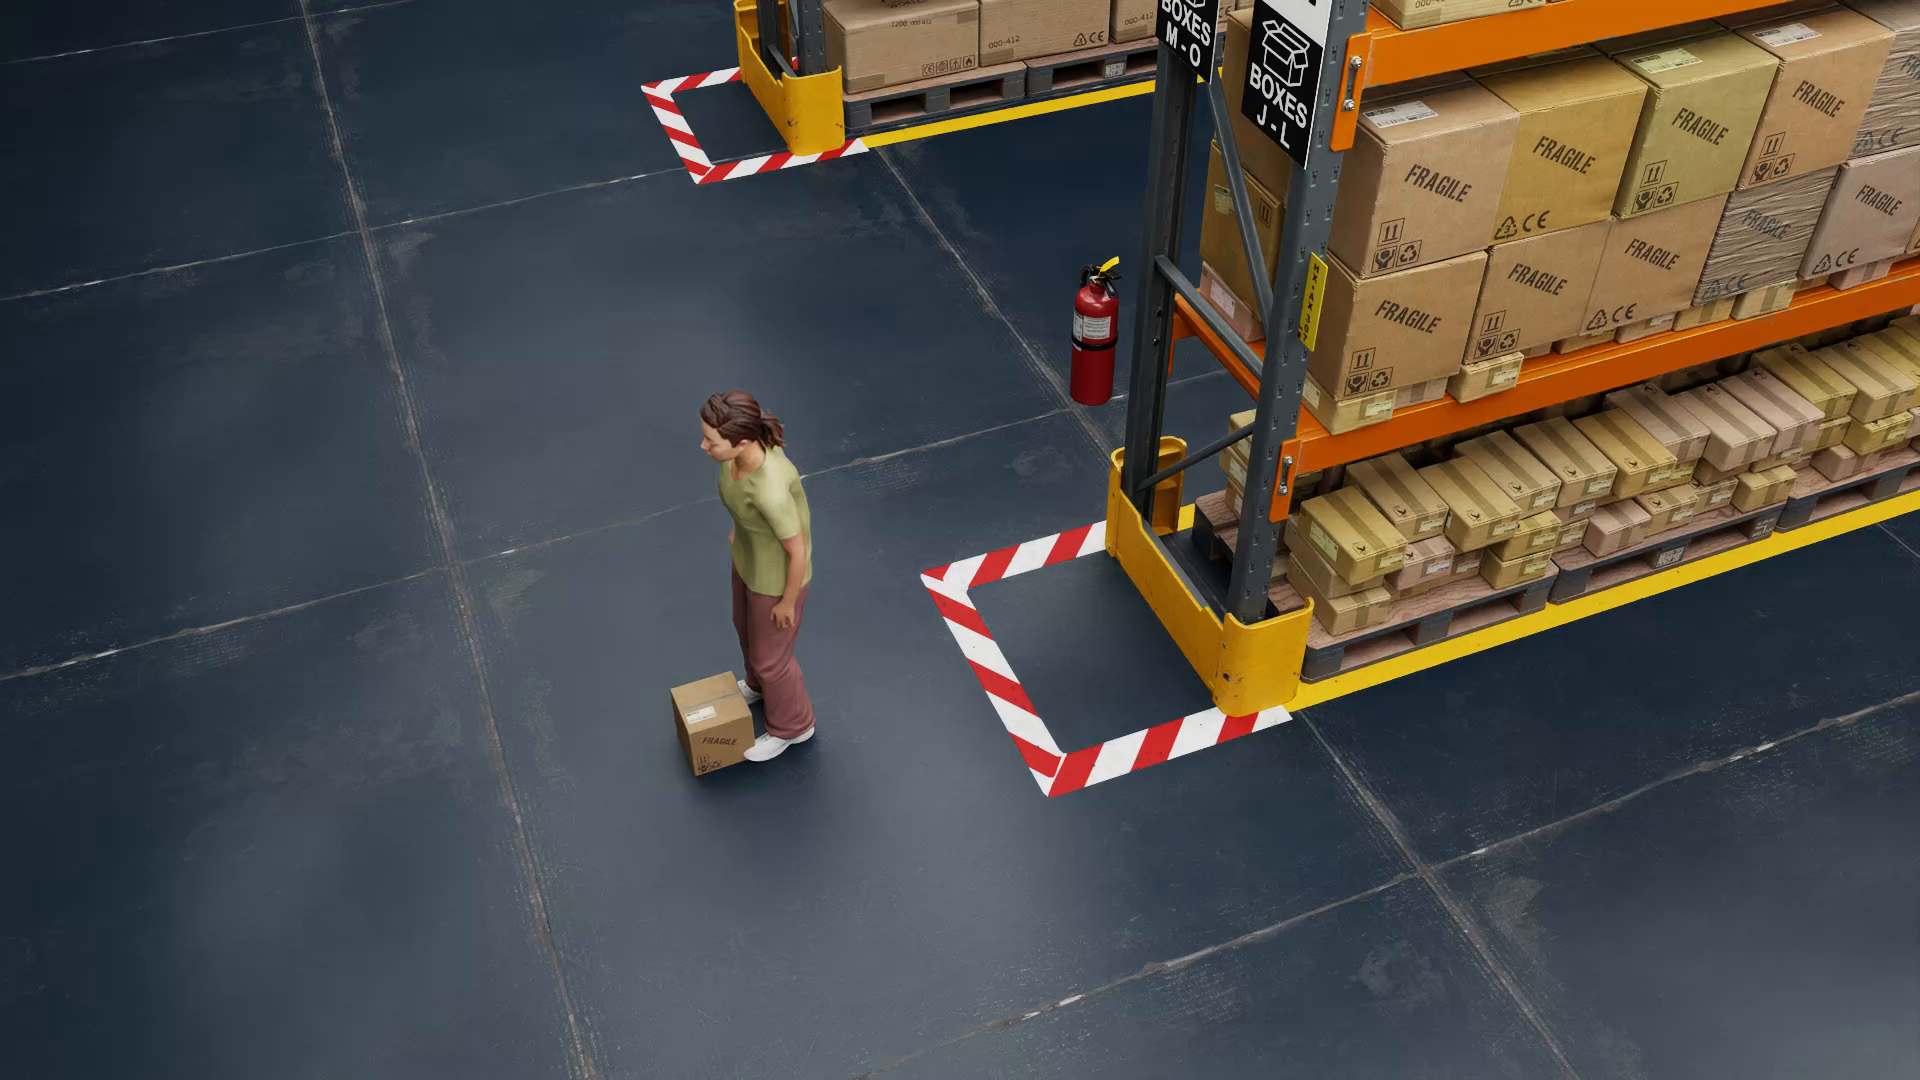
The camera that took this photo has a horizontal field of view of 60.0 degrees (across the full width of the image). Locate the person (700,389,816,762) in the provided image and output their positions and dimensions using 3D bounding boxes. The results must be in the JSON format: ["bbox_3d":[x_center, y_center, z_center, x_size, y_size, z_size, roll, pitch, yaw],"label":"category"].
[{"bbox_3d":[-0.726,0.114,6.034,0.365,1.671,0.518,-18,45,-19],"label":"person"}]
